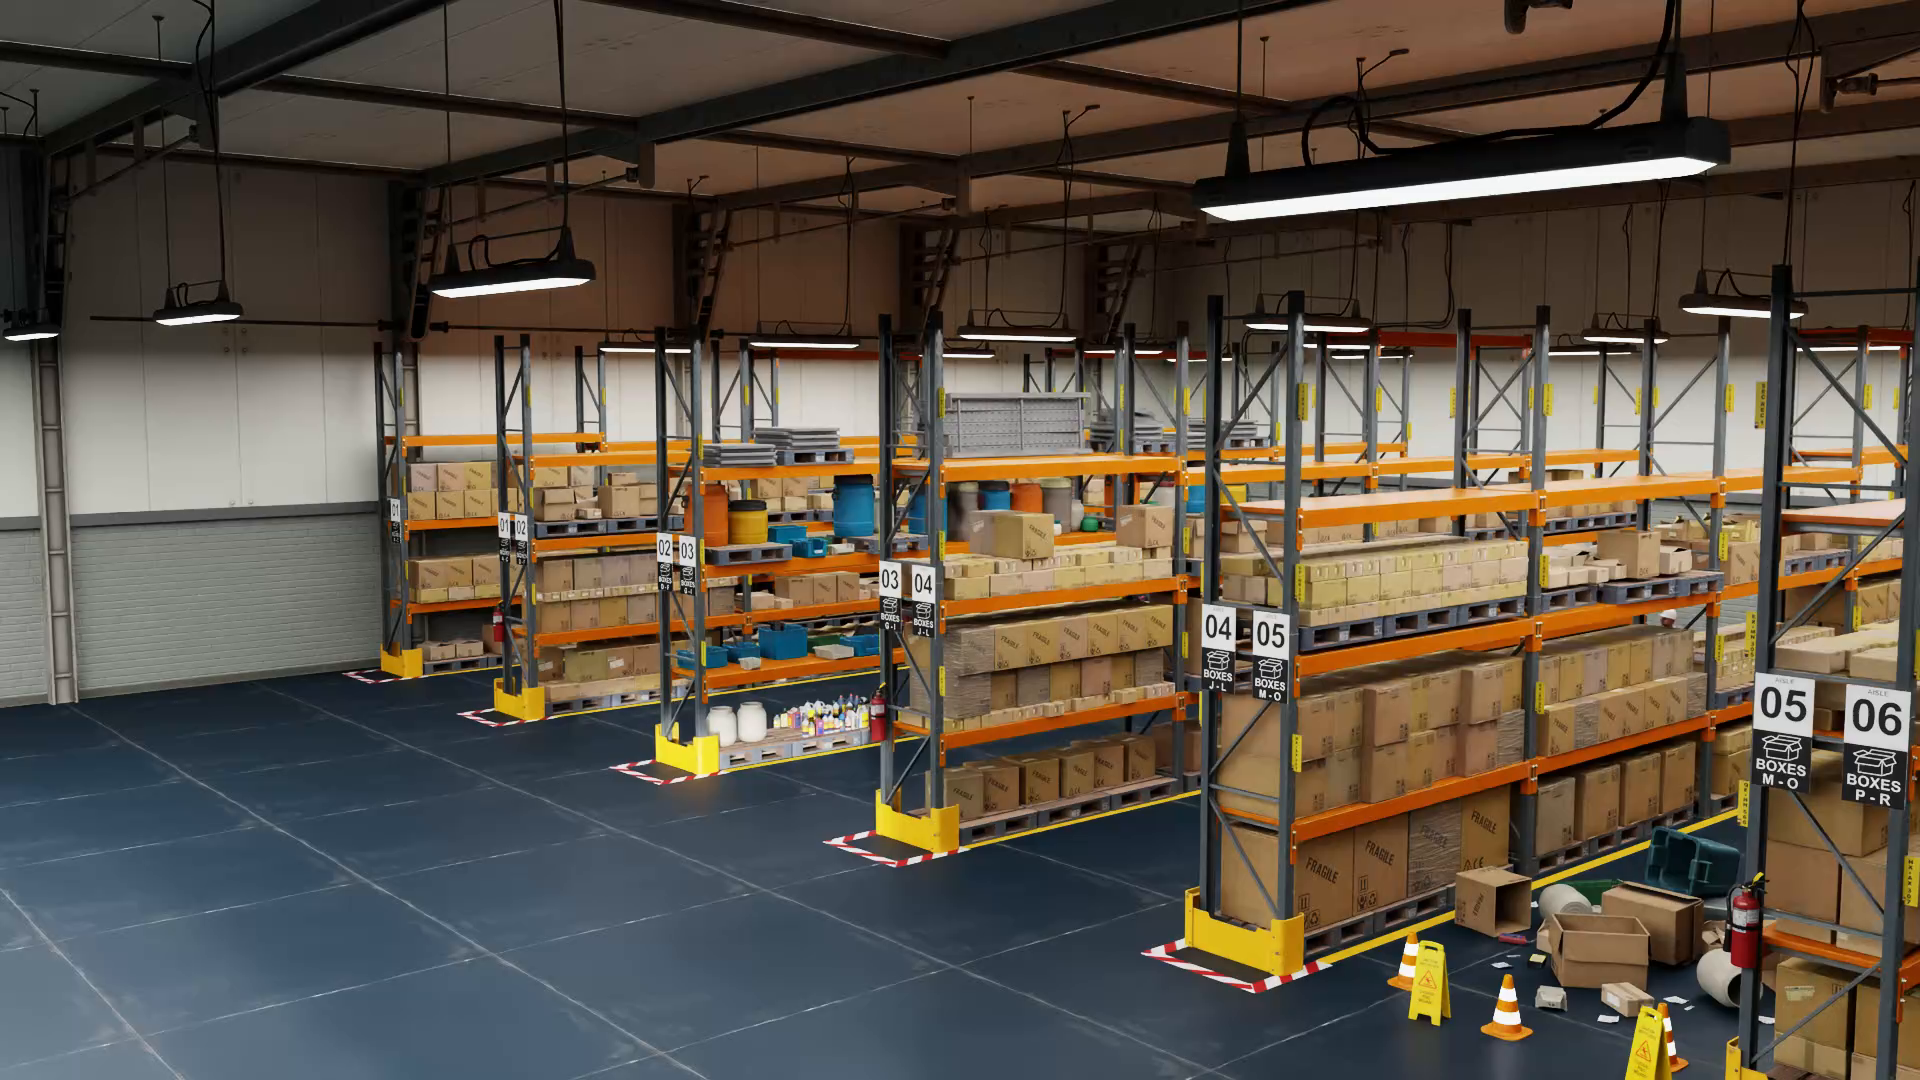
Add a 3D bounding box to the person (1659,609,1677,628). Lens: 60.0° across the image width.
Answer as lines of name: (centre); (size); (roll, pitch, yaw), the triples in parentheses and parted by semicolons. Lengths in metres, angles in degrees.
person: (10.845, 1.935, 25.723); (0.642, 1.777, 0.569); (3, 6, 33)
